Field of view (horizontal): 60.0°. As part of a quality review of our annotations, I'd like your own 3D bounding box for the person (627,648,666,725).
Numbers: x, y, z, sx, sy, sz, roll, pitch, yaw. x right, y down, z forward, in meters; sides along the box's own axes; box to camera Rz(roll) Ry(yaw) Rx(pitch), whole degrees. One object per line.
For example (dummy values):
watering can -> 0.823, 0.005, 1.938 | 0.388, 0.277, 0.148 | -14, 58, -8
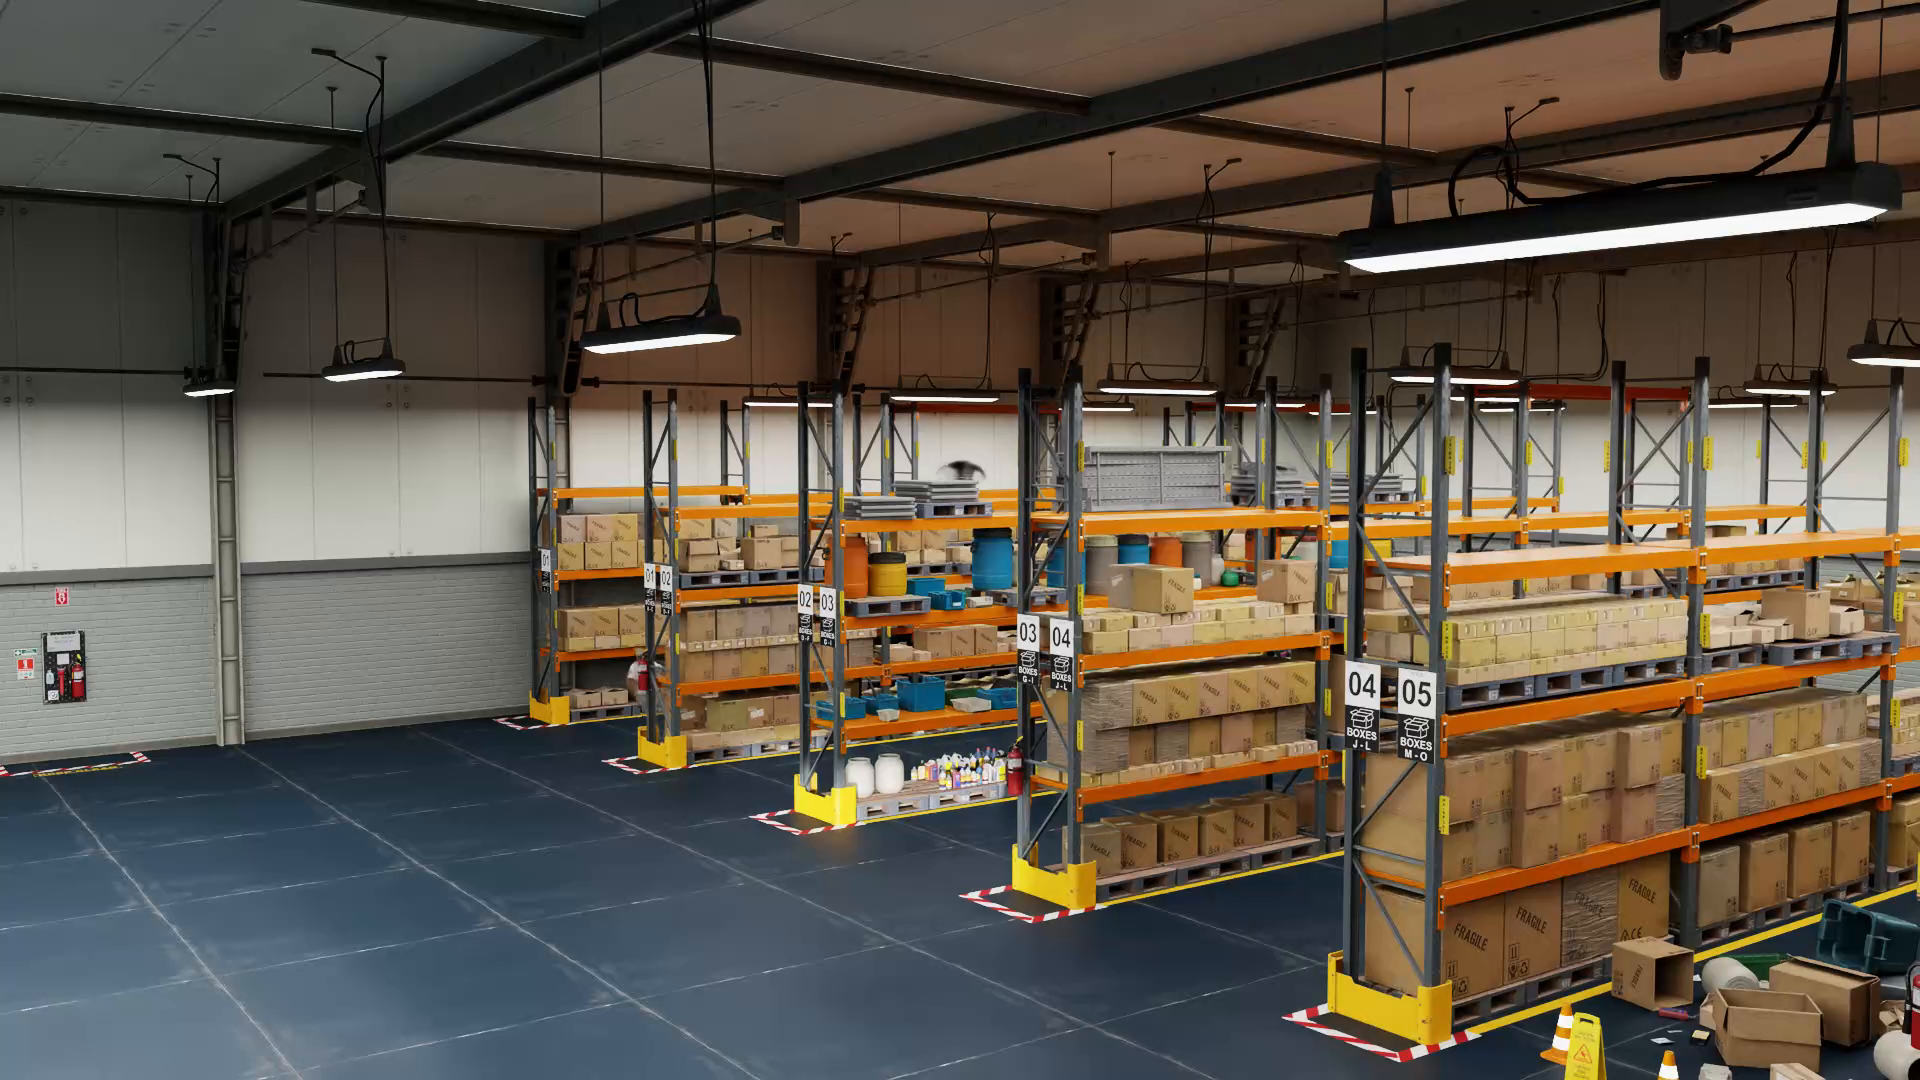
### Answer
person -> -5.406, 2.661, 28.726 | 0.580, 1.661, 0.960 | 1, 3, 14
